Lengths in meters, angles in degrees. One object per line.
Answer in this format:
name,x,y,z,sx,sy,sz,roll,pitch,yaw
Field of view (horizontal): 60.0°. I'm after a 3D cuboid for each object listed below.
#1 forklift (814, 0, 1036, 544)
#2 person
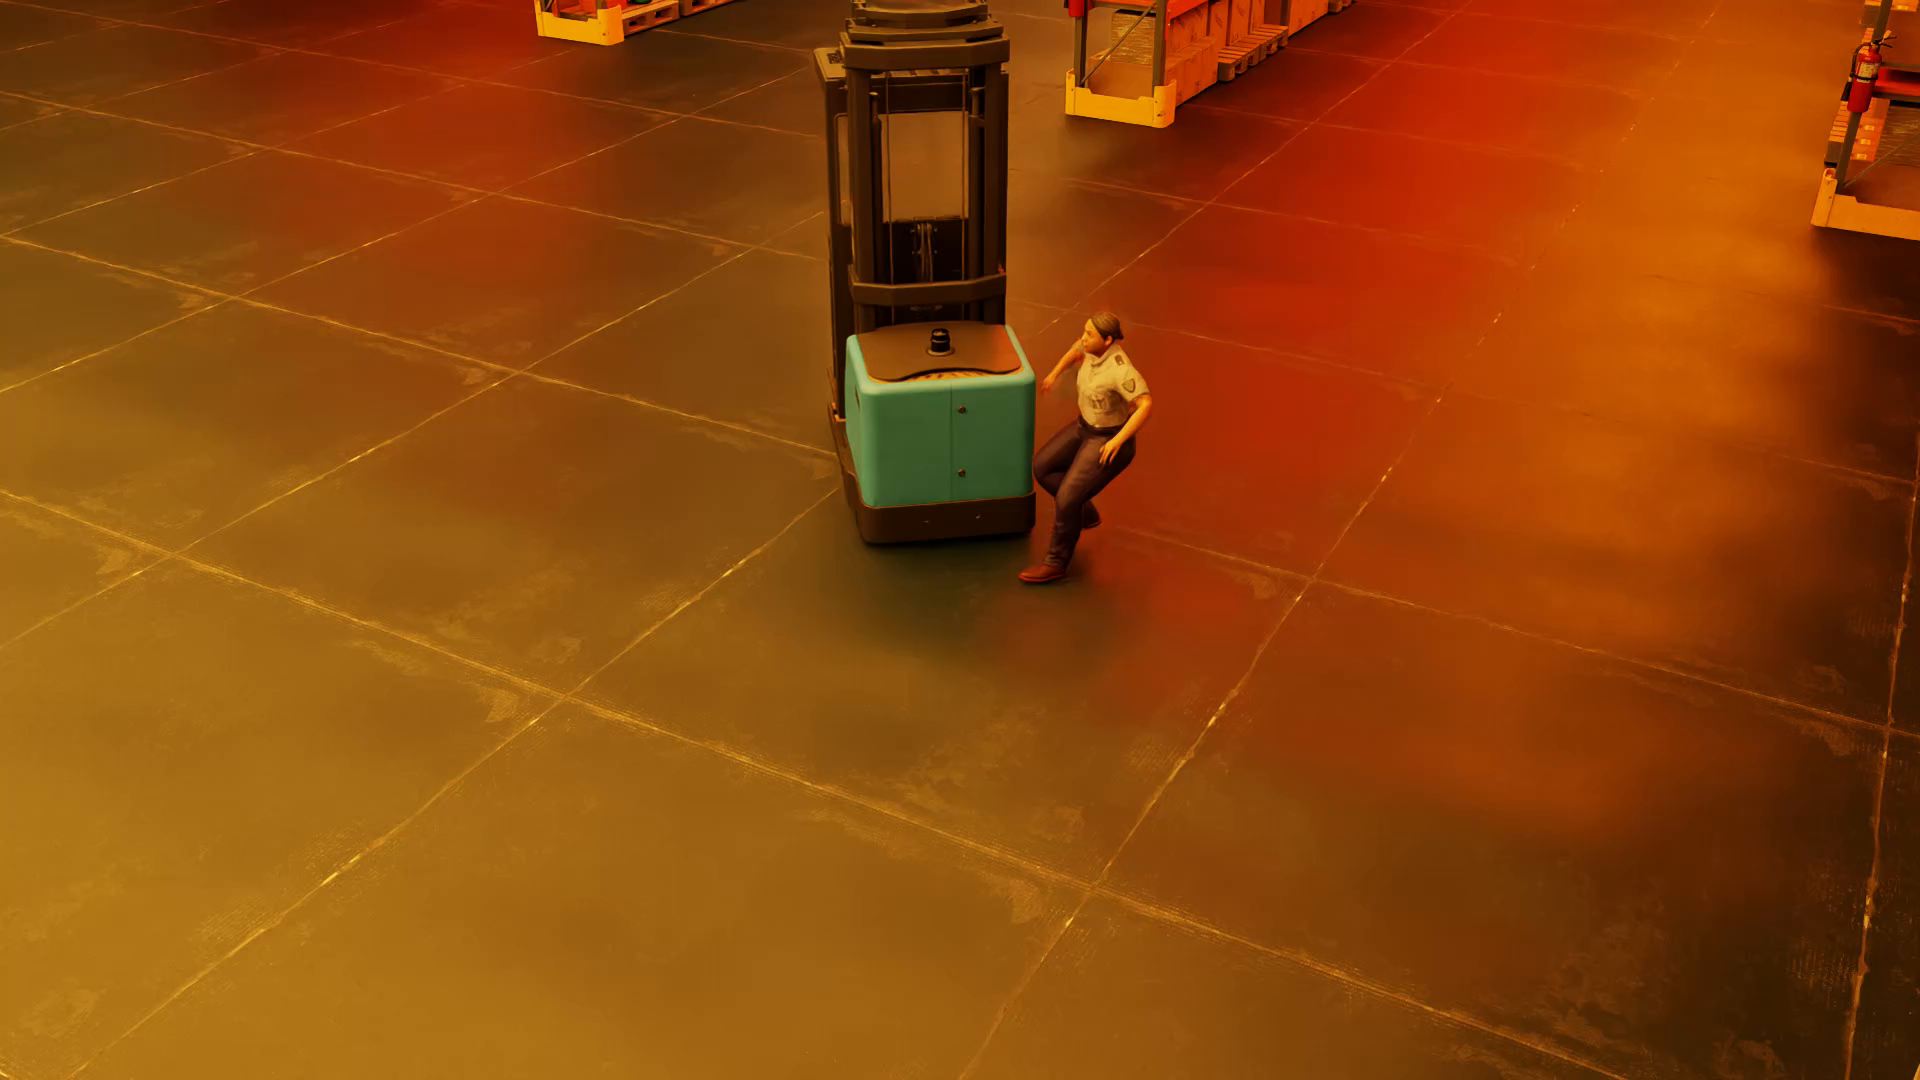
forklift,-0.297,-1.967,10.478,1.130,2.935,3.031,-5,30,-8
person,0.637,-0.563,9.439,0.725,1.532,0.957,-8,31,-13
